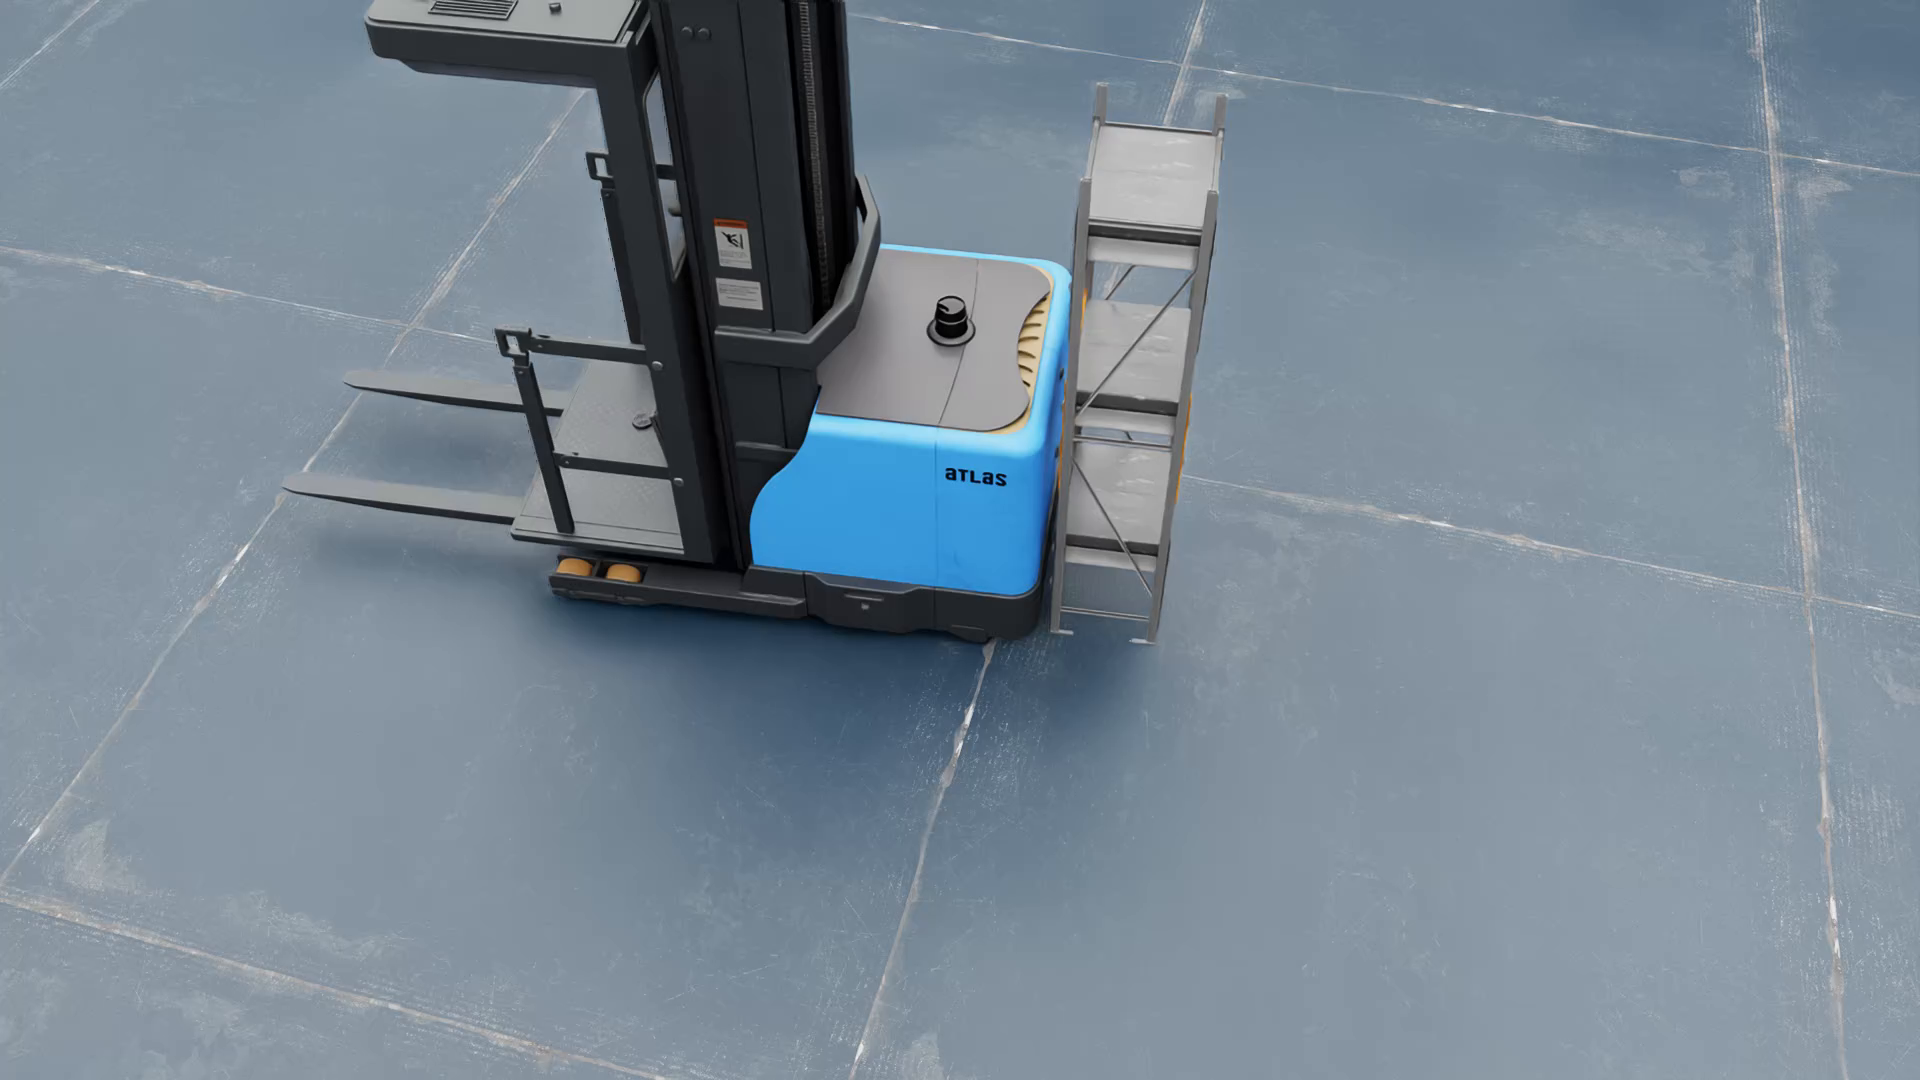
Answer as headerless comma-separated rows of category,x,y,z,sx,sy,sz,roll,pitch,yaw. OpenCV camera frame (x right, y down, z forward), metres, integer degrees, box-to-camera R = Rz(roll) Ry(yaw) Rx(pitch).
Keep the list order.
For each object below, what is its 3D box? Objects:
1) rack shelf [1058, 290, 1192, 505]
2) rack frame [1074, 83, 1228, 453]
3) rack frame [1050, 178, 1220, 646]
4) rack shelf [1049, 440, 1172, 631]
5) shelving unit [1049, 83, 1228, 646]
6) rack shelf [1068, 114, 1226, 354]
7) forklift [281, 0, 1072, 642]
rack shelf,0.581,-0.493,5.721,0.431,0.518,0.480,7,49,6
rack frame,0.619,-0.682,5.871,0.400,2.100,0.015,7,49,6
rack frame,0.543,-0.321,5.552,0.400,2.100,0.015,7,49,6
rack shelf,0.581,-0.029,6.246,0.431,0.518,0.480,7,49,6
shelving unit,0.581,-0.502,5.711,0.431,2.100,0.503,7,49,6
rack shelf,0.581,-0.956,5.196,0.431,0.518,0.480,7,49,6
forklift,-1.133,-1.104,5.688,3.031,2.935,1.130,7,49,6
